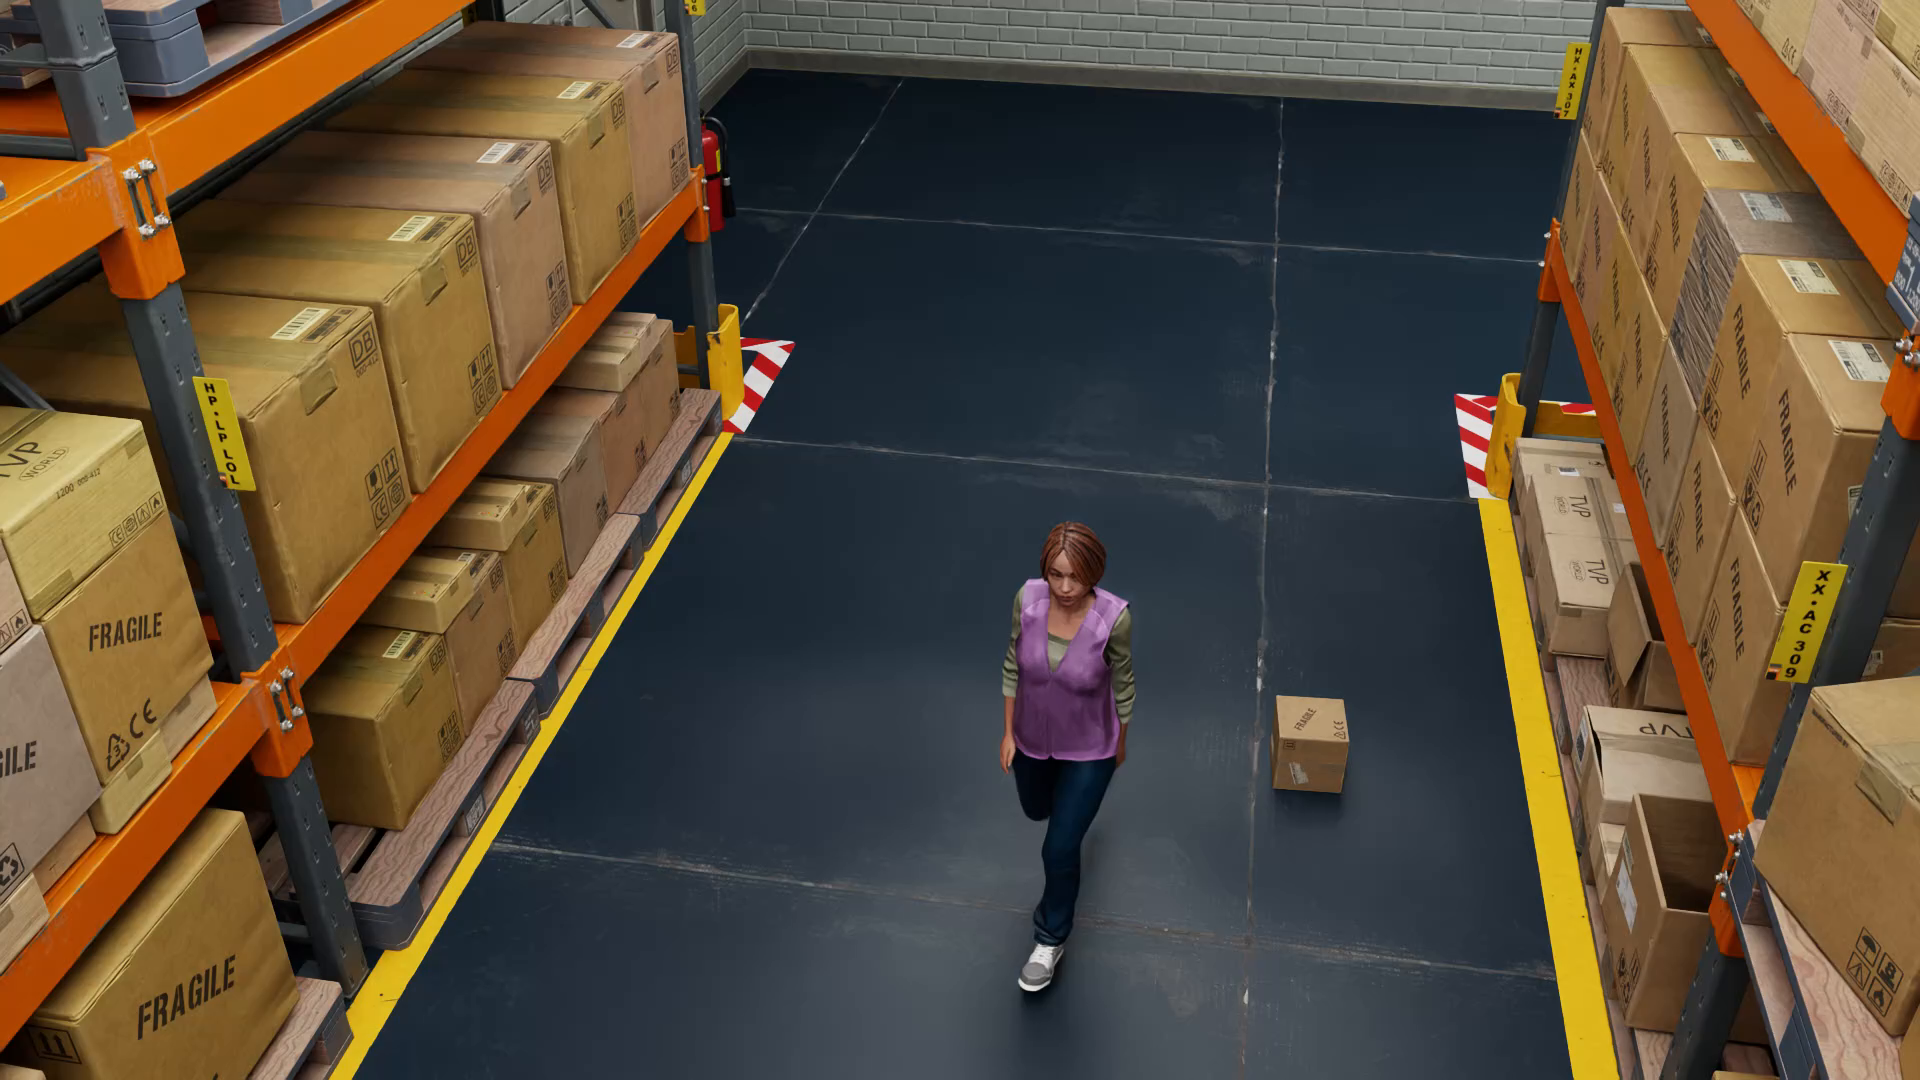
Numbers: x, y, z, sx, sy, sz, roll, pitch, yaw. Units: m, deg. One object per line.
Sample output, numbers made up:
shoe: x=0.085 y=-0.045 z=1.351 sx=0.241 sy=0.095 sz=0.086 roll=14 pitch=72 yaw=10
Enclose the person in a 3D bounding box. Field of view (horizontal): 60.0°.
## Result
person: x=0.347 y=0.585 z=5.228 sx=0.406 sy=1.558 sz=0.859 roll=14 pitch=36 yaw=21
